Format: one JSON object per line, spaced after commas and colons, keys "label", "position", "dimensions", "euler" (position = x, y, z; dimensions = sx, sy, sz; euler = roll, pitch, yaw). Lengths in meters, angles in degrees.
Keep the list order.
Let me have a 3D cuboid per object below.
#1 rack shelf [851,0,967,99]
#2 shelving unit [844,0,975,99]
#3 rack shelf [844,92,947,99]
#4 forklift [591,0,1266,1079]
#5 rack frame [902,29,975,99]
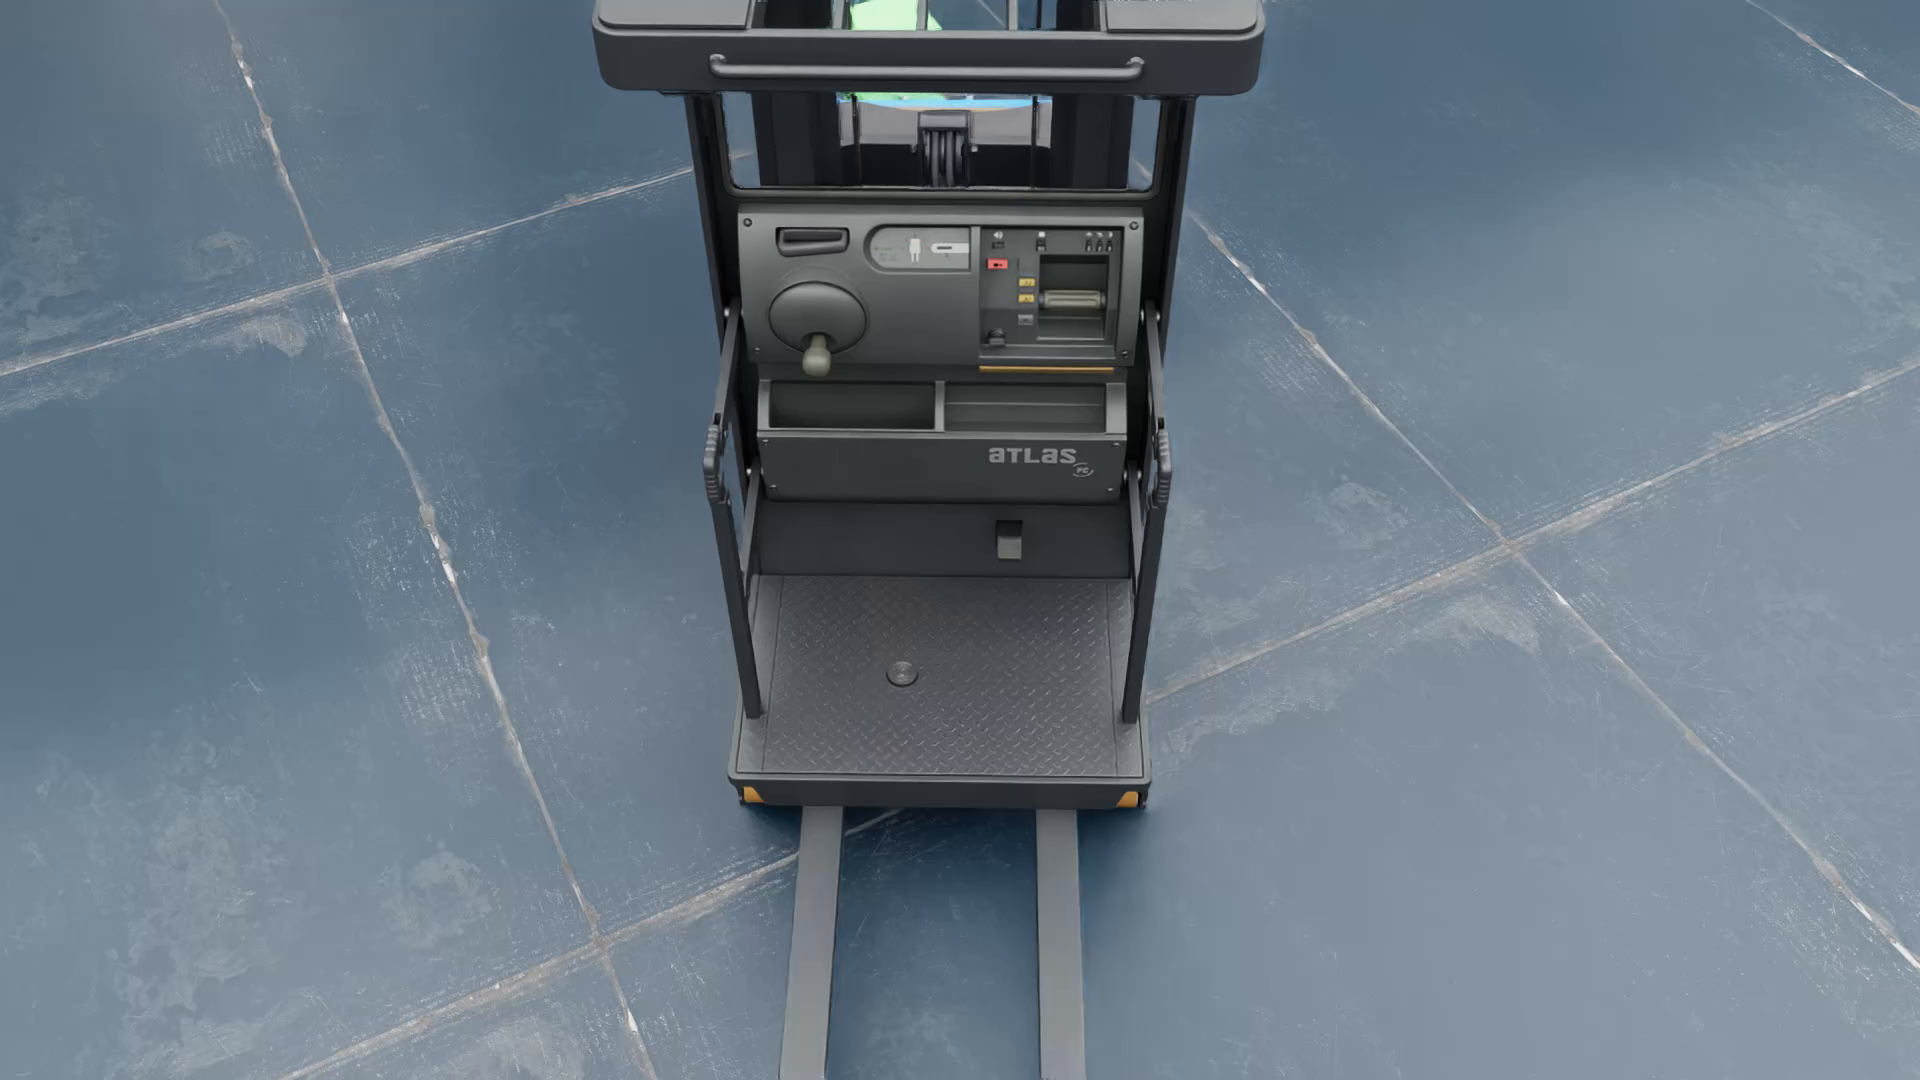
{"label": "rack shelf", "position": [-0.170, -1.538, 5.245], "dimensions": [0.258, 0.148, 0.480], "euler": [-19, 52, -16]}
{"label": "shelving unit", "position": [-0.170, -1.264, 5.558], "dimensions": [0.258, 1.200, 0.503], "euler": [-19, 52, -16]}
{"label": "rack shelf", "position": [-0.170, -1.380, 5.426], "dimensions": [0.258, 0.148, 0.480], "euler": [-19, 52, -16]}
{"label": "forklift", "position": [-0.046, -0.473, 3.717], "dimensions": [1.130, 2.935, 3.031], "euler": [1, 49, 1]}
{"label": "rack frame", "position": [-0.066, -1.097, 5.413], "dimensions": [0.240, 1.200, 0.015], "euler": [-19, 52, -16]}
